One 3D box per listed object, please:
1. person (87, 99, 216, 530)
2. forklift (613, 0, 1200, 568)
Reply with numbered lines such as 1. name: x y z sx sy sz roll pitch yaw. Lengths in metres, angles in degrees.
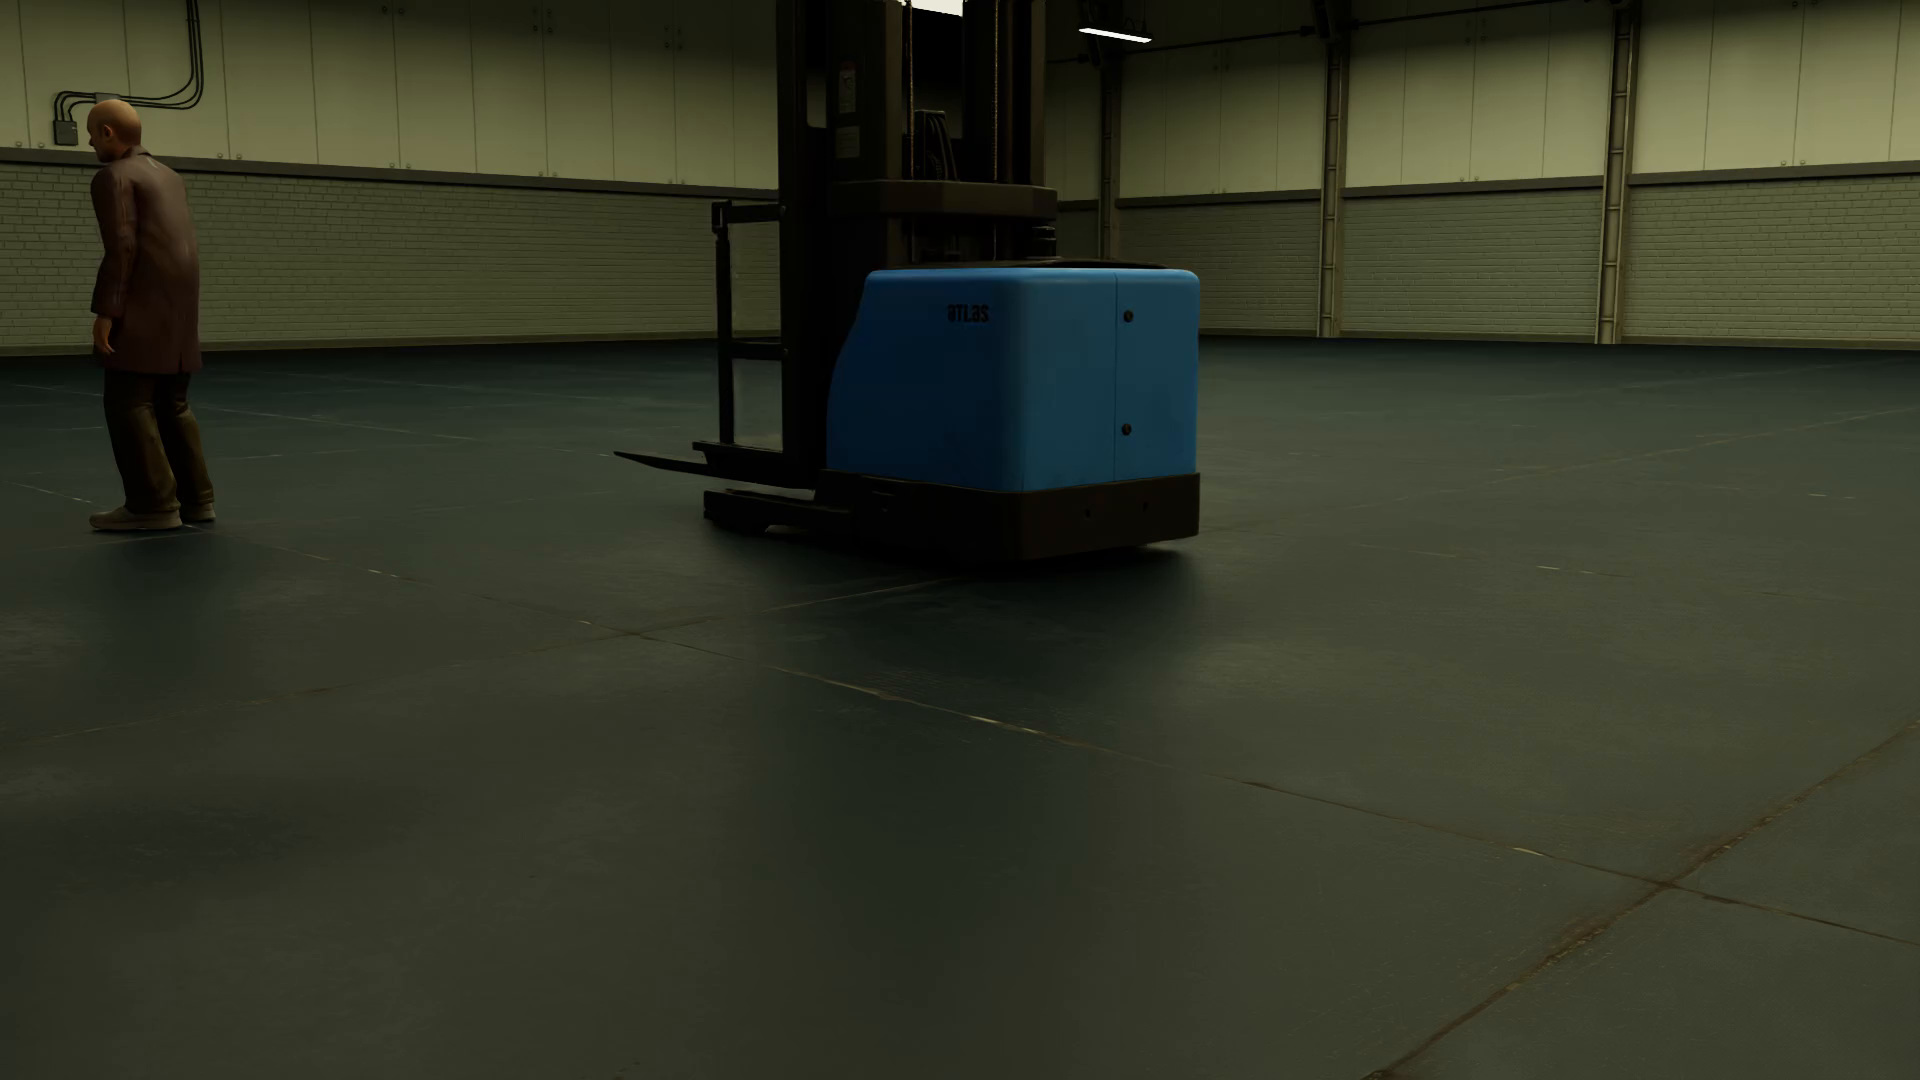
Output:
1. person: -3.431 -0.936 6.983 0.436 1.772 0.649 1 9 5
2. forklift: -0.434 -1.519 6.960 1.130 2.935 3.031 -7 11 -41
